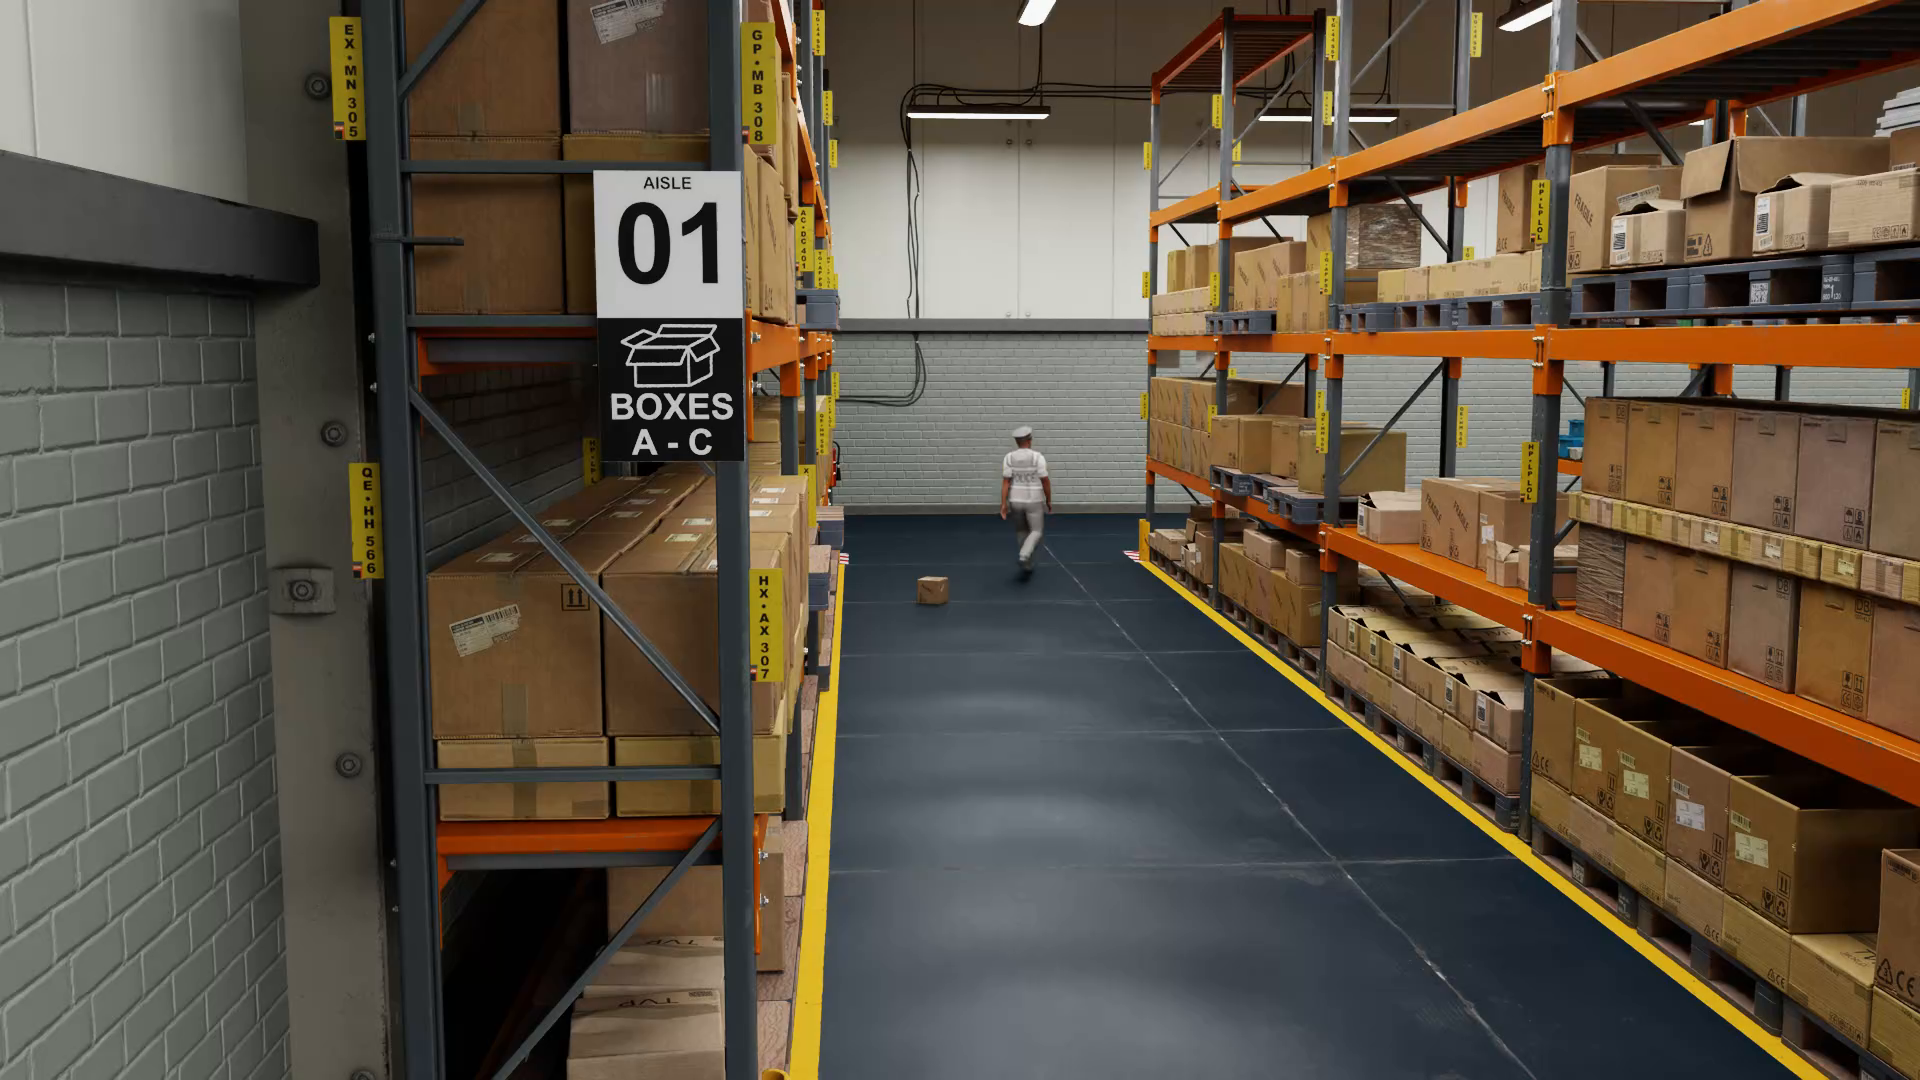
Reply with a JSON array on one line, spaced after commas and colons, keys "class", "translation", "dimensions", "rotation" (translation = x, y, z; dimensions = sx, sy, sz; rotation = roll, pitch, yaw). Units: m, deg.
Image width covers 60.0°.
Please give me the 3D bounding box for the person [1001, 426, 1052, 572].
[{"class": "person", "translation": [0.786, -0.470, 19.532], "dimensions": [0.558, 1.731, 0.967], "rotation": [3, 7, 21]}]
